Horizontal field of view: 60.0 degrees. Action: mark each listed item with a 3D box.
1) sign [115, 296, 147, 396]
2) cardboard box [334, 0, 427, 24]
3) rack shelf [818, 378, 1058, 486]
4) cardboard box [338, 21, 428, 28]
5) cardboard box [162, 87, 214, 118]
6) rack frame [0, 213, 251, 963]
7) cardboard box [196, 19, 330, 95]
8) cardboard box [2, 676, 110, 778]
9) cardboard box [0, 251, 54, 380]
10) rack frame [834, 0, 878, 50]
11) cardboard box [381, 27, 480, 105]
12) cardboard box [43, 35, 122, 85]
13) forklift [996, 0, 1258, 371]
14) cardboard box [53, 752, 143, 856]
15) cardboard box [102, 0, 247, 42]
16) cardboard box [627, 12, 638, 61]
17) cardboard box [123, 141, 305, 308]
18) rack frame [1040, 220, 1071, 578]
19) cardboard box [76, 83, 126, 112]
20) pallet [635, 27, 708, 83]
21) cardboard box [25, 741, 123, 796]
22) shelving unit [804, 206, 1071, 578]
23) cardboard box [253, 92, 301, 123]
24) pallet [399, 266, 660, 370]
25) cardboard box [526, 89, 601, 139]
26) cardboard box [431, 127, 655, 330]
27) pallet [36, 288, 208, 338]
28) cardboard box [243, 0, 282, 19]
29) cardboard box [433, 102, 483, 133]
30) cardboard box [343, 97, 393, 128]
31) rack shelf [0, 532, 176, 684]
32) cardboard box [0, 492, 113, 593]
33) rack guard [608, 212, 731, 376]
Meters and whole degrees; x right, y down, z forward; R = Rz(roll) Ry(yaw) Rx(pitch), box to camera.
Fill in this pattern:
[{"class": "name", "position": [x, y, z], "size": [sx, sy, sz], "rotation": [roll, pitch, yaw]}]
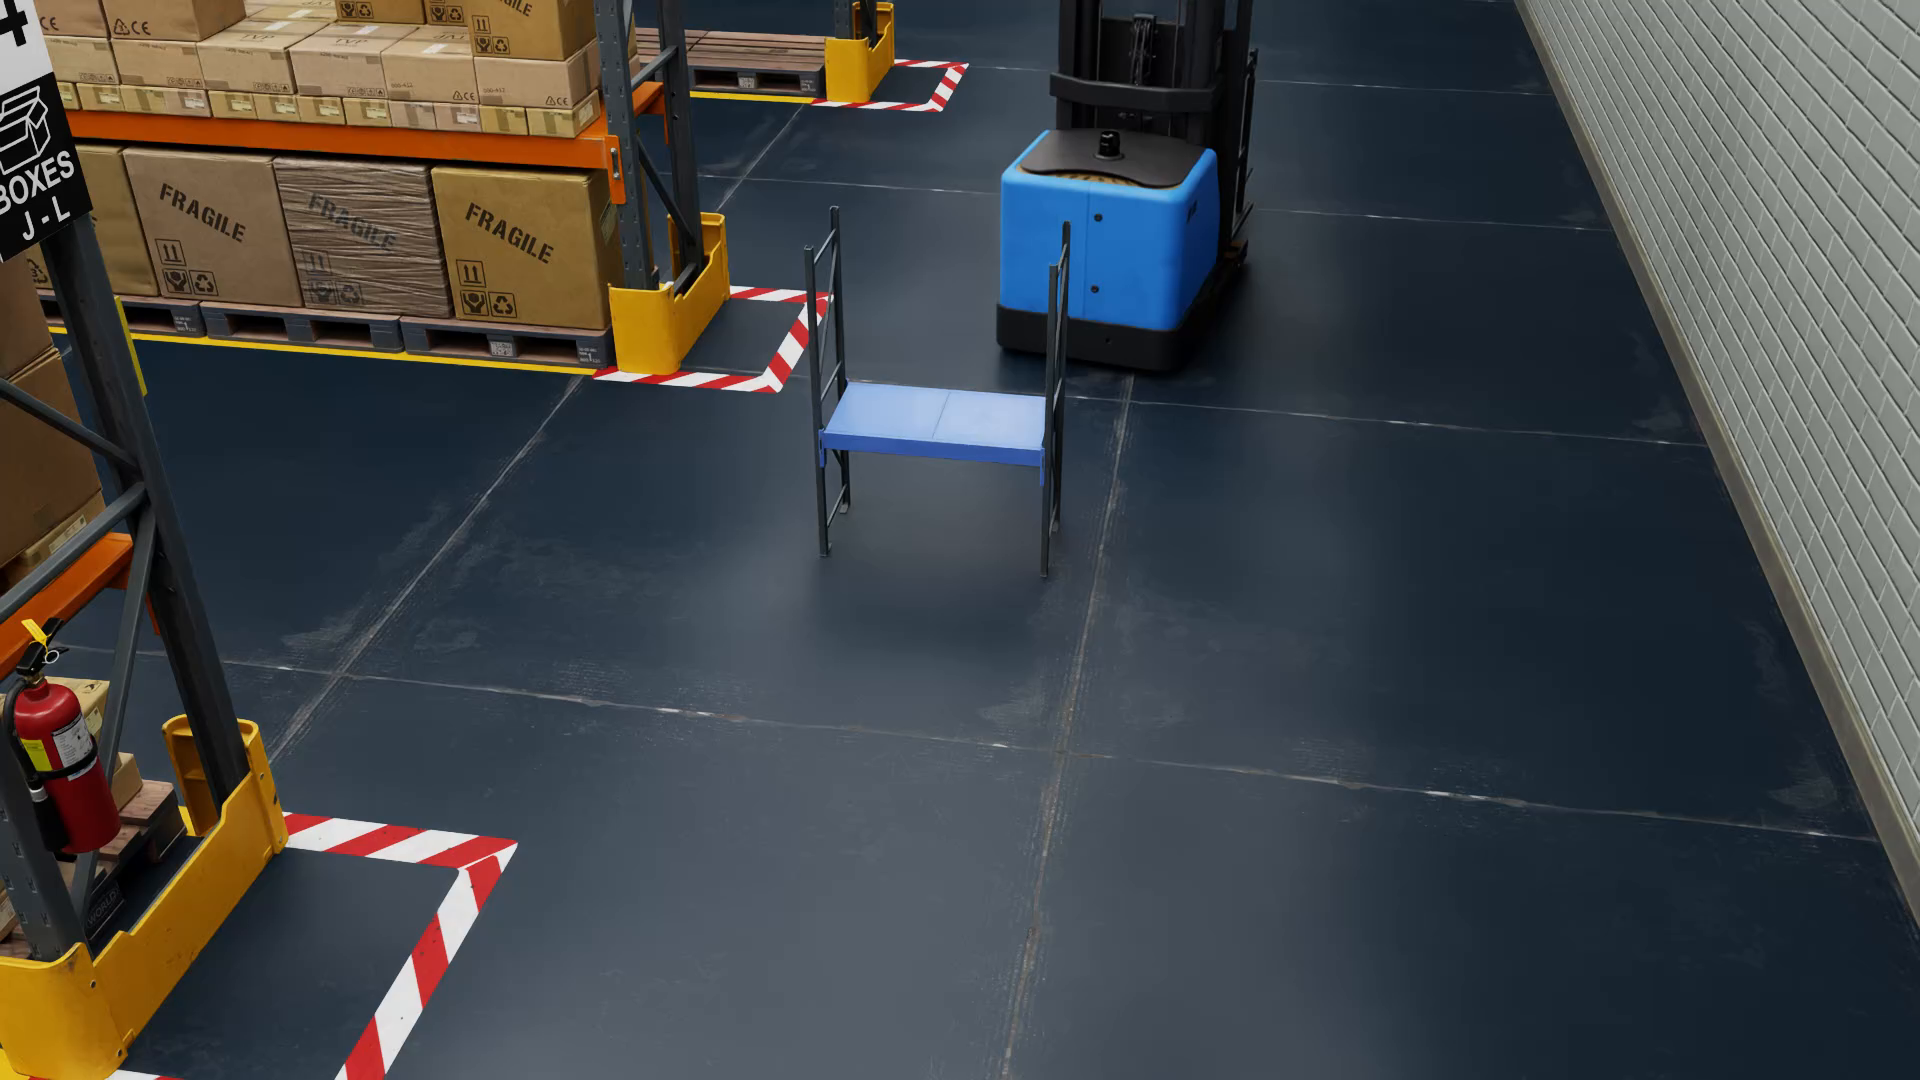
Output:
[{"class": "sign", "position": [-2.521, -0.566, 5.010], "size": [0.005, 0.325, 0.100], "rotation": [5, 32, 8]}, {"class": "cardboard box", "position": [-3.110, -3.152, 9.113], "size": [0.500, 0.500, 0.500], "rotation": [4, 32, 7]}, {"class": "rack shelf", "position": [-0.084, -0.491, 7.460], "size": [1.000, 0.185, 0.538], "rotation": [5, 32, 8]}, {"class": "cardboard box", "position": [-3.114, -2.836, 9.315], "size": [0.500, 0.250, 0.500], "rotation": [4, 32, 7]}, {"class": "cardboard box", "position": [-4.108, -2.435, 9.049], "size": [0.250, 0.149, 0.380], "rotation": [6, 32, 9]}, {"class": "rack frame", "position": [-2.612, 0.085, 4.787], "size": [0.127, 3.000, 1.000], "rotation": [5, 32, 8]}, {"class": "cardboard box", "position": [-3.716, -2.602, 8.941], "size": [0.500, 0.250, 0.500], "rotation": [5, 32, 8]}, {"class": "cardboard box", "position": [-3.071, 0.639, 5.632], "size": [0.250, 0.149, 0.380], "rotation": [4, 32, 6]}, {"class": "cardboard box", "position": [-3.010, -0.686, 4.702], "size": [0.500, 0.500, 0.500], "rotation": [5, 32, 8]}, {"class": "rack frame", "position": [-0.845, -5.090, 13.055], "size": [0.127, 3.000, 1.000], "rotation": [5, 32, 8]}, {"class": "cardboard box", "position": [-2.700, -2.512, 8.798], "size": [0.500, 0.250, 0.500], "rotation": [5, 32, 7]}, {"class": "cardboard box", "position": [-4.712, -2.693, 9.087], "size": [0.500, 0.250, 0.500], "rotation": [5, 32, 8]}, {"class": "forklift", "position": [1.181, -2.937, 9.680], "size": [1.130, 2.935, 3.031], "rotation": [11, 34, 17]}, {"class": "cardboard box", "position": [-3.075, 0.901, 5.774], "size": [0.250, 0.149, 0.380], "rotation": [6, 33, 9]}, {"class": "cardboard box", "position": [-4.194, -2.969, 8.820], "size": [0.500, 0.500, 0.500], "rotation": [4, 32, 7]}, {"class": "cardboard box", "position": [-2.106, -2.746, 9.172], "size": [0.500, 0.250, 0.500], "rotation": [4, 32, 7]}, {"class": "cardboard box", "position": [-4.097, -1.953, 9.650], "size": [0.875, 0.875, 0.875], "rotation": [5, 32, 8]}, {"class": "rack frame", "position": [0.417, -0.598, 7.292], "size": [0.032, 1.500, 0.500], "rotation": [5, 32, 8]}, {"class": "cardboard box", "position": [-4.607, -2.481, 9.123], "size": [0.250, 0.149, 0.380], "rotation": [4, 32, 7]}, {"class": "pallet", "position": [-2.850, -4.112, 14.121], "size": [1.213, 0.211, 1.003], "rotation": [5, 32, 8]}, {"class": "cardboard box", "position": [-3.085, 0.808, 5.642], "size": [0.250, 0.149, 0.380], "rotation": [6, 33, 10]}, {"class": "shelving unit", "position": [-0.084, -0.643, 7.364], "size": [1.048, 1.500, 0.538], "rotation": [5, 32, 8]}, {"class": "cardboard box", "position": [-3.591, -2.390, 8.977], "size": [0.250, 0.149, 0.380], "rotation": [6, 33, 9]}, {"class": "pallet", "position": [-2.479, -1.348, 9.705], "size": [1.213, 0.211, 1.003], "rotation": [5, 32, 8]}, {"class": "cardboard box", "position": [-2.084, -2.253, 8.759], "size": [0.250, 0.149, 0.380], "rotation": [6, 33, 9]}, {"class": "cardboard box", "position": [-2.322, -1.793, 9.393], "size": [0.875, 0.875, 0.875], "rotation": [5, 32, 8]}, {"class": "pallet", "position": [-4.885, -1.566, 10.053], "size": [1.213, 0.211, 1.003], "rotation": [5, 32, 8]}, {"class": "cardboard box", "position": [-4.128, -2.927, 9.460], "size": [0.500, 0.250, 0.500], "rotation": [6, 33, 9]}, {"class": "cardboard box", "position": [-2.589, -2.298, 8.832], "size": [0.250, 0.149, 0.380], "rotation": [5, 32, 8]}, {"class": "cardboard box", "position": [-3.091, -2.343, 8.903], "size": [0.250, 0.149, 0.380], "rotation": [4, 32, 7]}, {"class": "rack shelf", "position": [-4.584, 0.212, 5.263], "size": [4.000, 0.370, 1.077], "rotation": [5, 32, 8]}, {"class": "cardboard box", "position": [-2.876, -0.009, 5.173], "size": [0.250, 0.149, 0.380], "rotation": [5, 32, 8]}, {"class": "rack guard", "position": [-1.654, -1.438, 9.576], "size": [0.348, 0.500, 1.175], "rotation": [5, 32, 8]}]
